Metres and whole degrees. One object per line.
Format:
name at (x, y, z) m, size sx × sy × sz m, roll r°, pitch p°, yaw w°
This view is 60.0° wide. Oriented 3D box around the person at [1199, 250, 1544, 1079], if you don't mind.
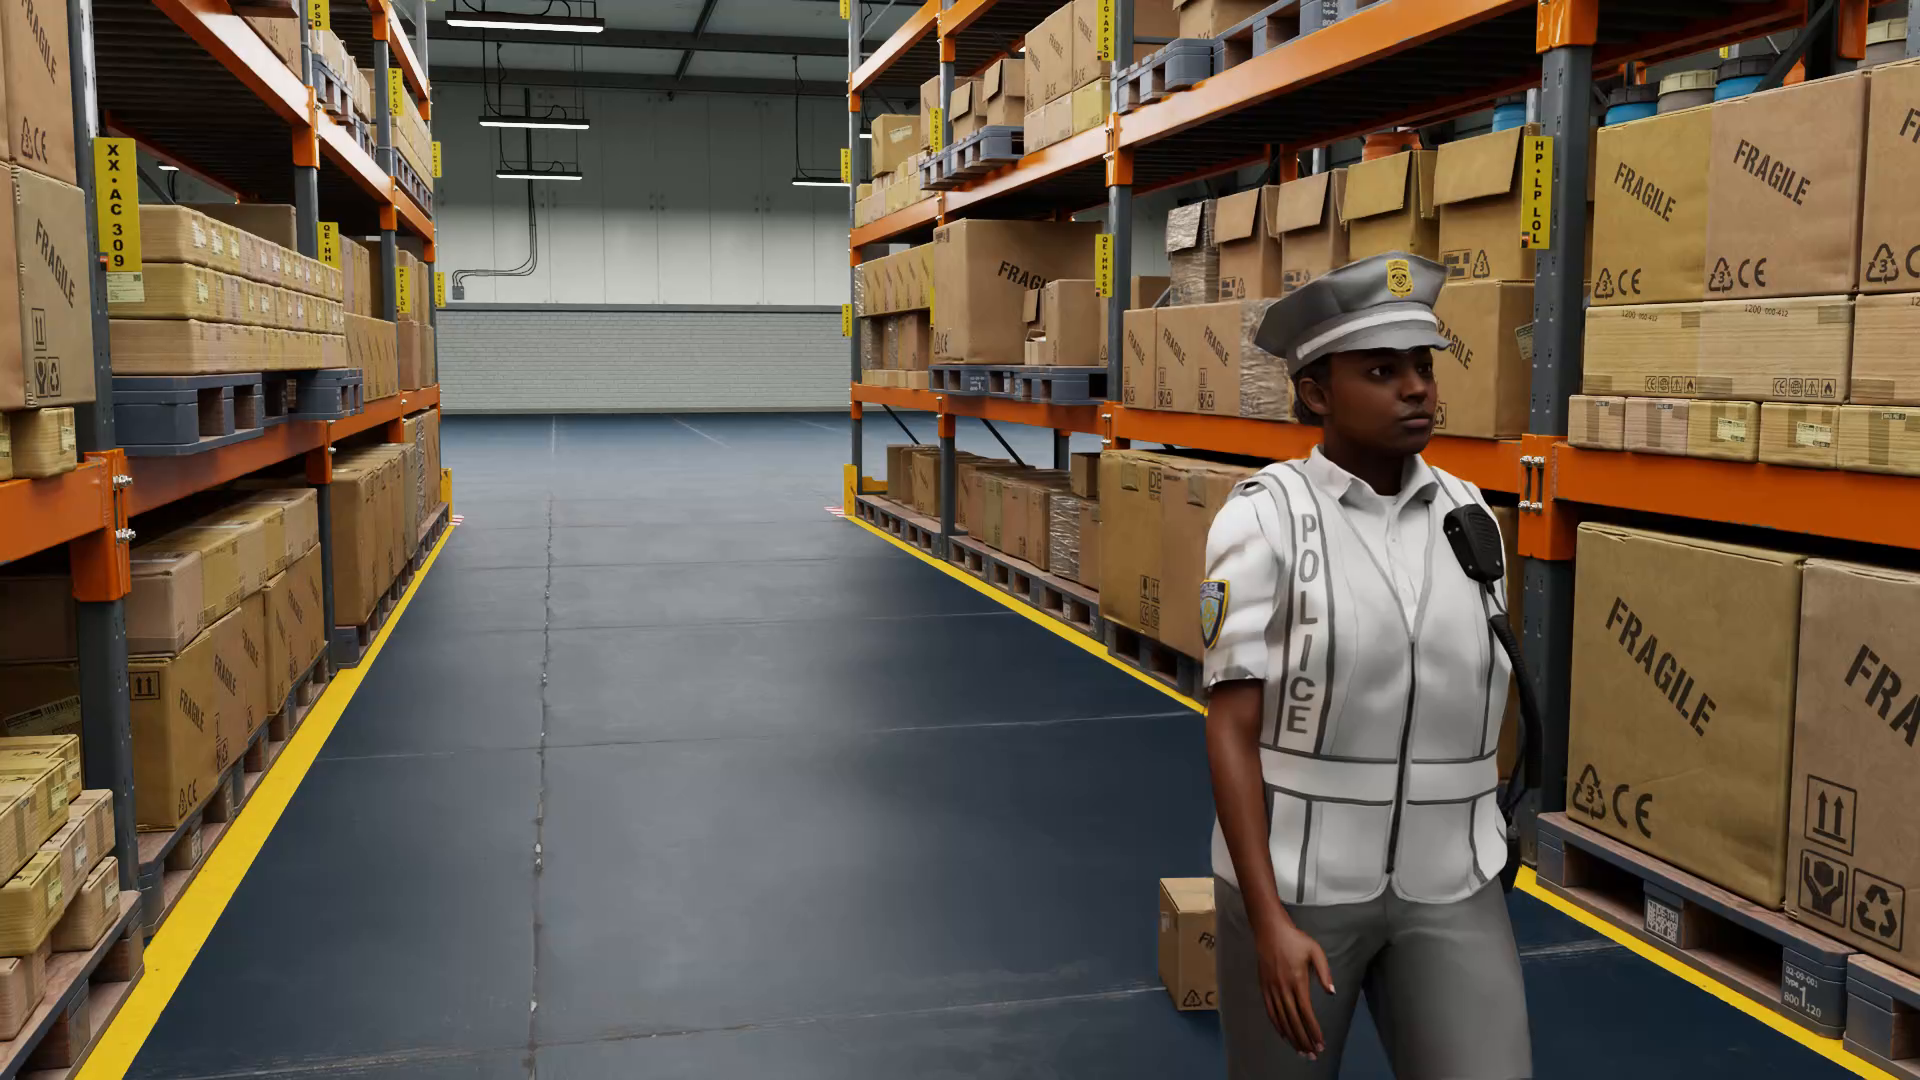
person at (0.538, 0.472, 2.108) m, size 0.445 × 1.658 × 0.818 m, roll -1°, pitch 6°, yaw -6°
